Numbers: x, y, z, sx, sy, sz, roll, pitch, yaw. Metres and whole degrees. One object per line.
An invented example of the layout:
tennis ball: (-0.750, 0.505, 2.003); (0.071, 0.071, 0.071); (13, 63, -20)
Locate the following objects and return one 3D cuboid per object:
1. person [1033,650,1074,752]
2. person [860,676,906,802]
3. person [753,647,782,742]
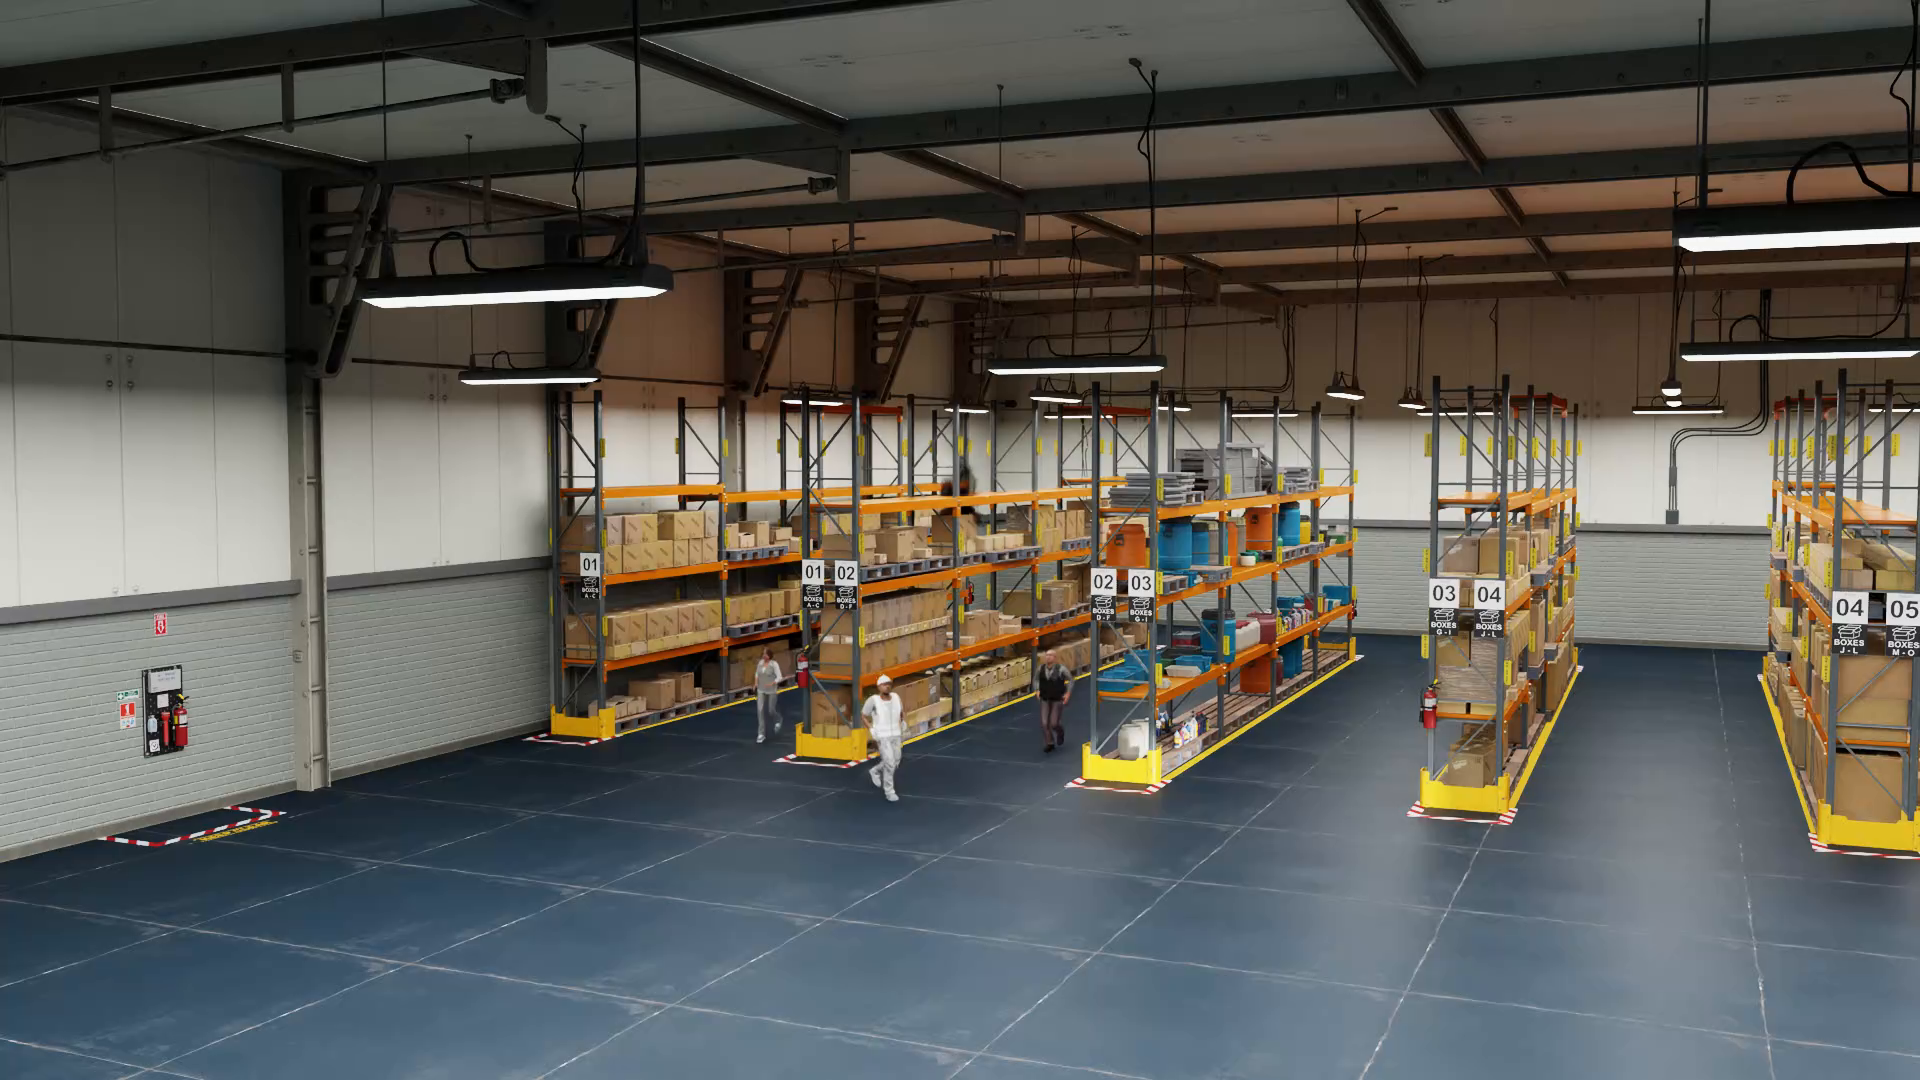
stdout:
person: (1.525, 2.648, 27.467); (0.692, 1.680, 0.599); (1, 3, 20)
person: (-1.076, 2.815, 23.830); (0.674, 1.767, 0.749); (-2, 4, -34)
person: (-3.299, 2.624, 28.529); (0.559, 1.586, 0.855); (1, 3, 16)
